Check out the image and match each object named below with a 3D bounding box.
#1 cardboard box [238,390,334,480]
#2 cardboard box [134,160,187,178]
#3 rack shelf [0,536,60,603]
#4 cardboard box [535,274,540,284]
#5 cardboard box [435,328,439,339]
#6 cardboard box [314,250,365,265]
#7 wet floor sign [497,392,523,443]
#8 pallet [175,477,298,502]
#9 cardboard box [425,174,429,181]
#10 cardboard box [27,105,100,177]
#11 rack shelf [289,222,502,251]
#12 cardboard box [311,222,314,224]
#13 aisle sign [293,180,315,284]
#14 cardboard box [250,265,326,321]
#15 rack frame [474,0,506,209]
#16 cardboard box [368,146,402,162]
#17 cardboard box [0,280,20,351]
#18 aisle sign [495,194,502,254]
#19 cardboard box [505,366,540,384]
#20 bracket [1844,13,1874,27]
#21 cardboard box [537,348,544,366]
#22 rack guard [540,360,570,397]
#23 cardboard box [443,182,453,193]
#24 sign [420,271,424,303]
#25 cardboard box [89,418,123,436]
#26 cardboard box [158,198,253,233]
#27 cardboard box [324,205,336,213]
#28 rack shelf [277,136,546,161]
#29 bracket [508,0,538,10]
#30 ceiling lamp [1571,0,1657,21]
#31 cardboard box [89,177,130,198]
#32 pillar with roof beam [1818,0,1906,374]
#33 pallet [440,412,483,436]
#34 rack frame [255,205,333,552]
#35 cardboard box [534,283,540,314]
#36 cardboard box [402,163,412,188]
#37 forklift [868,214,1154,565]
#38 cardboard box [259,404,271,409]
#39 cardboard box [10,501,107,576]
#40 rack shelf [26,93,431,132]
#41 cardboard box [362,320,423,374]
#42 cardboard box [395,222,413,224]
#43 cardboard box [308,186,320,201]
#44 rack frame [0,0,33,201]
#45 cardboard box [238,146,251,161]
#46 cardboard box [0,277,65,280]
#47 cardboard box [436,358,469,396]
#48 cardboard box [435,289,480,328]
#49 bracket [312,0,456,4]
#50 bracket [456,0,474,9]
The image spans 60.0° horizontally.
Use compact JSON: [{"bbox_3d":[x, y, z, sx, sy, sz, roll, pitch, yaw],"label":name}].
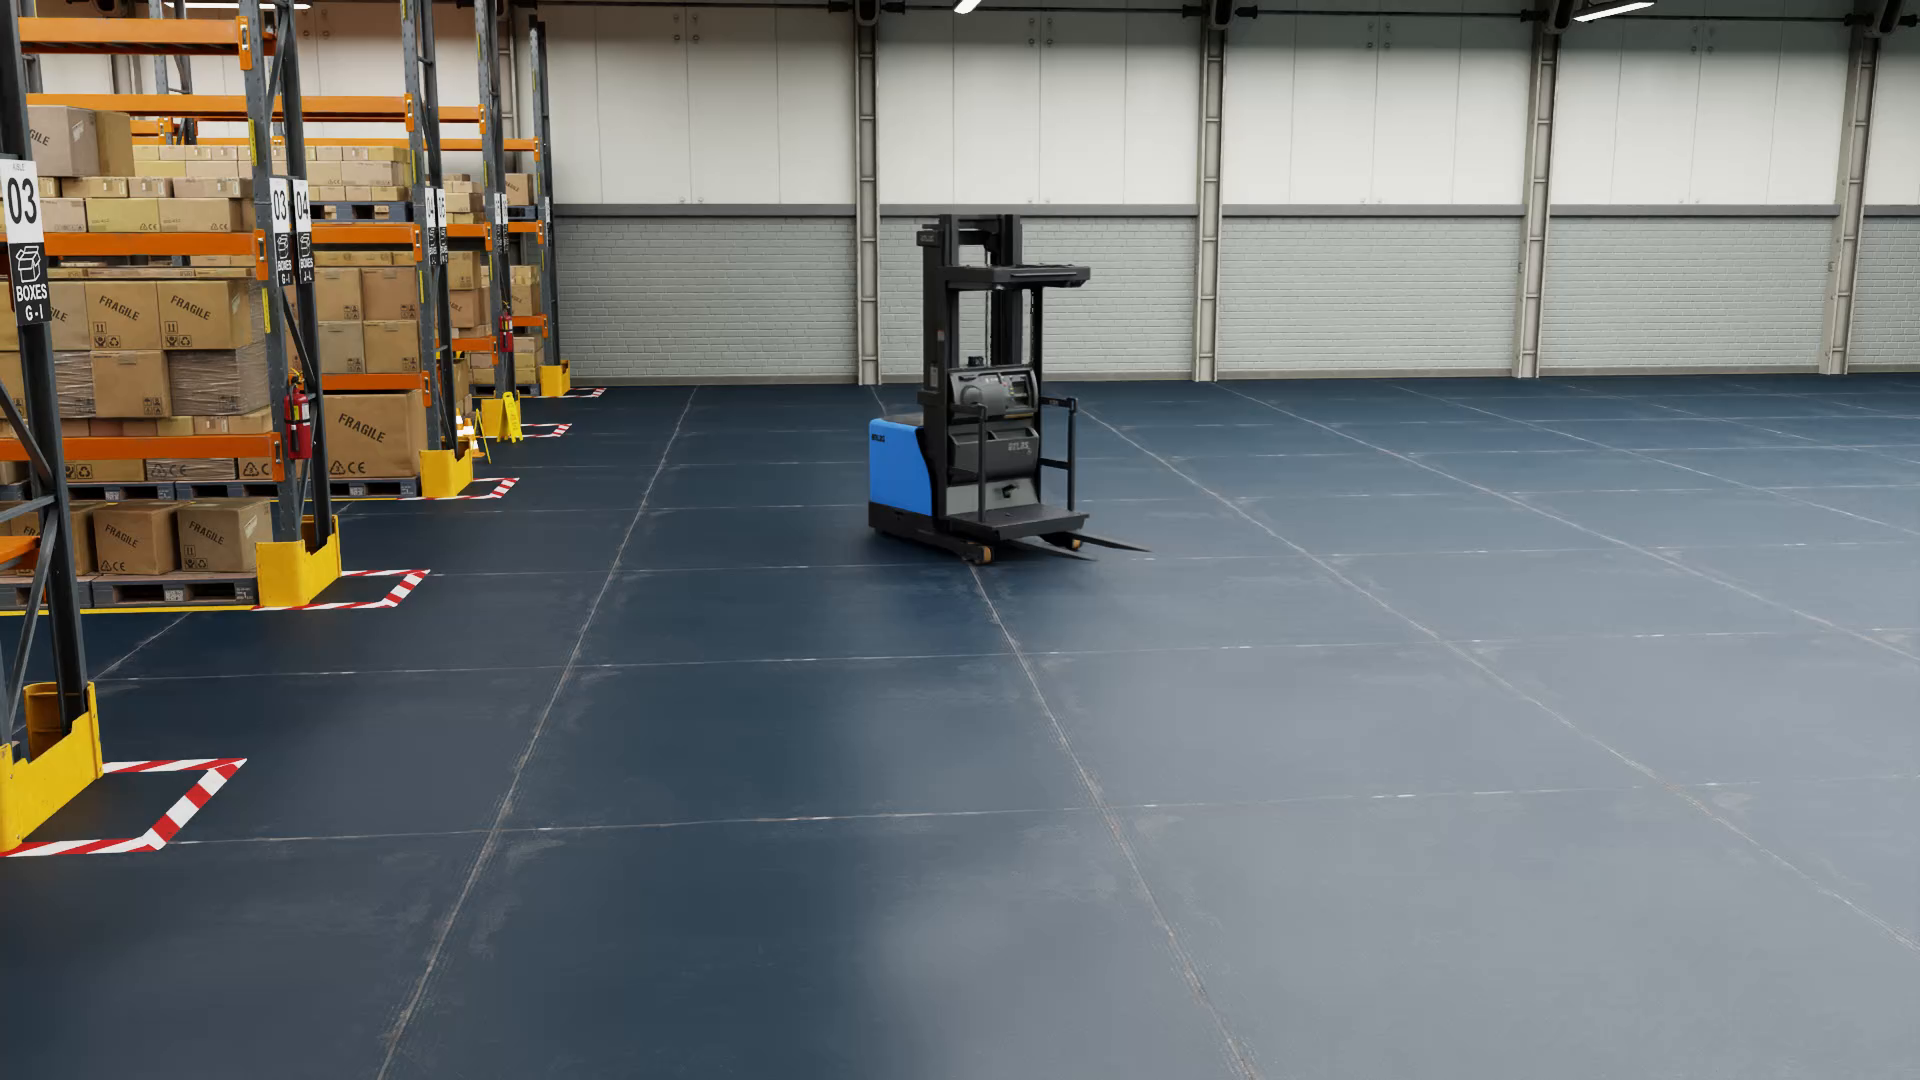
[{"bbox_3d":[-7.129,-1.146,17.723,0.875,0.875,0.875,-1,11,-7],"label":"cardboard box"},{"bbox_3d":[-8.045,-3.722,16.900,0.500,0.250,0.500,-1,11,-7],"label":"cardboard box"},{"bbox_3d":[-6.606,0.270,7.967,4.000,0.370,1.077,-1,11,-6],"label":"rack shelf"},{"bbox_3d":[-7.128,-4.337,27.594,0.250,0.149,0.380,-1,11,-8],"label":"cardboard box"},{"bbox_3d":[-7.069,-2.775,22.242,0.250,0.149,0.380,-1,11,-7],"label":"cardboard box"},{"bbox_3d":[-8.218,-3.585,22.088,0.500,0.500,0.700,-1,11,-6],"label":"cardboard box"},{"bbox_3d":[-5.918,-1.619,21.811,0.232,0.644,0.267,3,11,14],"label":"wet floor sign"},{"bbox_3d":[-7.584,-0.603,17.772,1.213,0.211,1.003,-1,11,-6],"label":"pallet"},{"bbox_3d":[-8.791,-5.642,26.779,0.637,0.503,0.797,-1,11,-4],"label":"cardboard box"},{"bbox_3d":[-6.666,-2.906,12.154,0.500,0.500,0.500,-1,11,-6],"label":"cardboard box"},{"bbox_3d":[-8.211,-4.052,22.176,4.000,0.370,1.077,-1,11,-6],"label":"rack shelf"},{"bbox_3d":[-8.572,-4.210,21.763,0.250,0.149,0.380,-1,11,-7],"label":"cardboard box"},{"bbox_3d":[-5.123,-2.409,12.989,0.004,0.787,0.394,-1,11,-6],"label":"aisle sign"},{"bbox_3d":[-7.069,-2.616,17.594,0.550,0.550,0.875,-1,11,-6],"label":"cardboard box"},{"bbox_3d":[-6.223,-5.919,22.029,0.127,3.000,1.000,-1,11,-6],"label":"rack frame"},{"bbox_3d":[-5.886,-3.951,17.031,0.250,0.149,0.380,-1,11,-6],"label":"cardboard box"},{"bbox_3d":[-7.164,-1.671,12.352,0.500,0.500,0.500,-1,11,-6],"label":"cardboard box"},{"bbox_3d":[-6.130,-4.196,22.081,0.004,0.787,0.394,-1,11,-6],"label":"aisle sign"},{"bbox_3d":[-7.196,-2.714,27.316,0.500,0.250,0.500,-1,11,-6],"label":"cardboard box"},{"bbox_3d":[15.933,-9.218,29.482,0.430,0.232,0.235,-1,11,-6],"label":"bracket"},{"bbox_3d":[-7.252,-3.059,27.778,0.500,0.250,0.500,-1,11,-5],"label":"cardboard box"},{"bbox_3d":[-6.739,-2.701,27.693,0.348,0.500,1.175,-1,11,-6],"label":"rack guard"},{"bbox_3d":[-6.788,-4.653,21.952,0.250,0.149,0.380,-1,11,-5],"label":"cardboard box"},{"bbox_3d":[-5.543,-2.608,17.124,0.005,0.325,0.100,-1,11,-6],"label":"sign"},{"bbox_3d":[-6.408,-0.886,12.633,0.250,0.149,0.380,-1,11,-6],"label":"cardboard box"},{"bbox_3d":[-5.604,-2.414,12.367,0.500,0.250,0.500,-1,11,-5],"label":"cardboard box"},{"bbox_3d":[-8.220,-4.424,21.819,0.500,0.250,0.500,-1,11,-6],"label":"cardboard box"},{"bbox_3d":[-8.751,-6.280,26.767,4.000,0.370,1.077,-1,11,-6],"label":"rack shelf"},{"bbox_3d":[-7.101,-8.736,27.026,0.430,0.232,0.235,-1,11,-6],"label":"bracket"},{"bbox_3d":[9.887,-9.337,24.284,0.800,3.185,2.000,-1,11,-6],"label":"ceiling lamp"},{"bbox_3d":[-6.173,-2.583,12.195,0.250,0.149,0.380,-1,11,-6],"label":"cardboard box"},{"bbox_3d":[16.772,-6.703,26.020,0.548,9.000,9.100,-1,11,-6],"label":"pillar with roof beam"},{"bbox_3d":[-7.110,-1.595,22.817,1.213,0.211,1.003,-1,11,-6],"label":"pallet"},{"bbox_3d":[-5.153,-1.075,12.941,0.127,3.000,1.000,-1,11,-6],"label":"rack frame"},{"bbox_3d":[-7.285,-4.019,27.658,0.500,0.500,0.500,-1,11,-4],"label":"cardboard box"},{"bbox_3d":[-6.095,-3.866,17.635,0.500,0.250,0.500,-1,11,-6],"label":"cardboard box"},{"bbox_3d":[0.424,-1.332,14.426,1.130,2.935,3.031,-8,14,-36],"label":"forklift"},{"bbox_3d":[-5.462,-0.991,13.167,0.250,0.149,0.380,-1,11,-6],"label":"cardboard box"},{"bbox_3d":[-6.990,-0.016,12.947,0.500,0.500,0.500,0,11,-1],"label":"cardboard box"},{"bbox_3d":[-7.576,-4.381,17.107,4.000,0.370,1.077,-1,11,-6],"label":"rack shelf"},{"bbox_3d":[-5.952,-2.085,17.692,0.550,0.550,0.875,-1,11,-6],"label":"cardboard box"},{"bbox_3d":[-7.318,-4.260,22.017,0.250,0.149,0.380,-1,11,-6],"label":"cardboard box"},{"bbox_3d":[-6.639,-3.544,17.029,0.250,0.149,0.380,-1,11,-6],"label":"cardboard box"},{"bbox_3d":[-4.618,-3.069,7.530,0.127,3.000,1.000,-1,11,-6],"label":"rack frame"},{"bbox_3d":[-7.150,-3.924,16.896,0.250,0.149,0.380,-1,11,-7],"label":"cardboard box"},{"bbox_3d":[-7.220,-1.770,12.854,0.500,0.500,0.500,-1,11,-6],"label":"cardboard box"},{"bbox_3d":[-7.078,-2.236,22.941,0.500,0.500,0.500,-2,11,-8],"label":"cardboard box"},{"bbox_3d":[-6.733,-3.106,22.243,0.500,0.500,0.500,-1,11,-7],"label":"cardboard box"},{"bbox_3d":[-10.488,-8.665,26.665,4.783,0.066,0.076,-1,11,-6],"label":"bracket"},{"bbox_3d":[-7.926,-8.718,26.938,0.430,0.232,0.235,-1,11,-6],"label":"bracket"}]
